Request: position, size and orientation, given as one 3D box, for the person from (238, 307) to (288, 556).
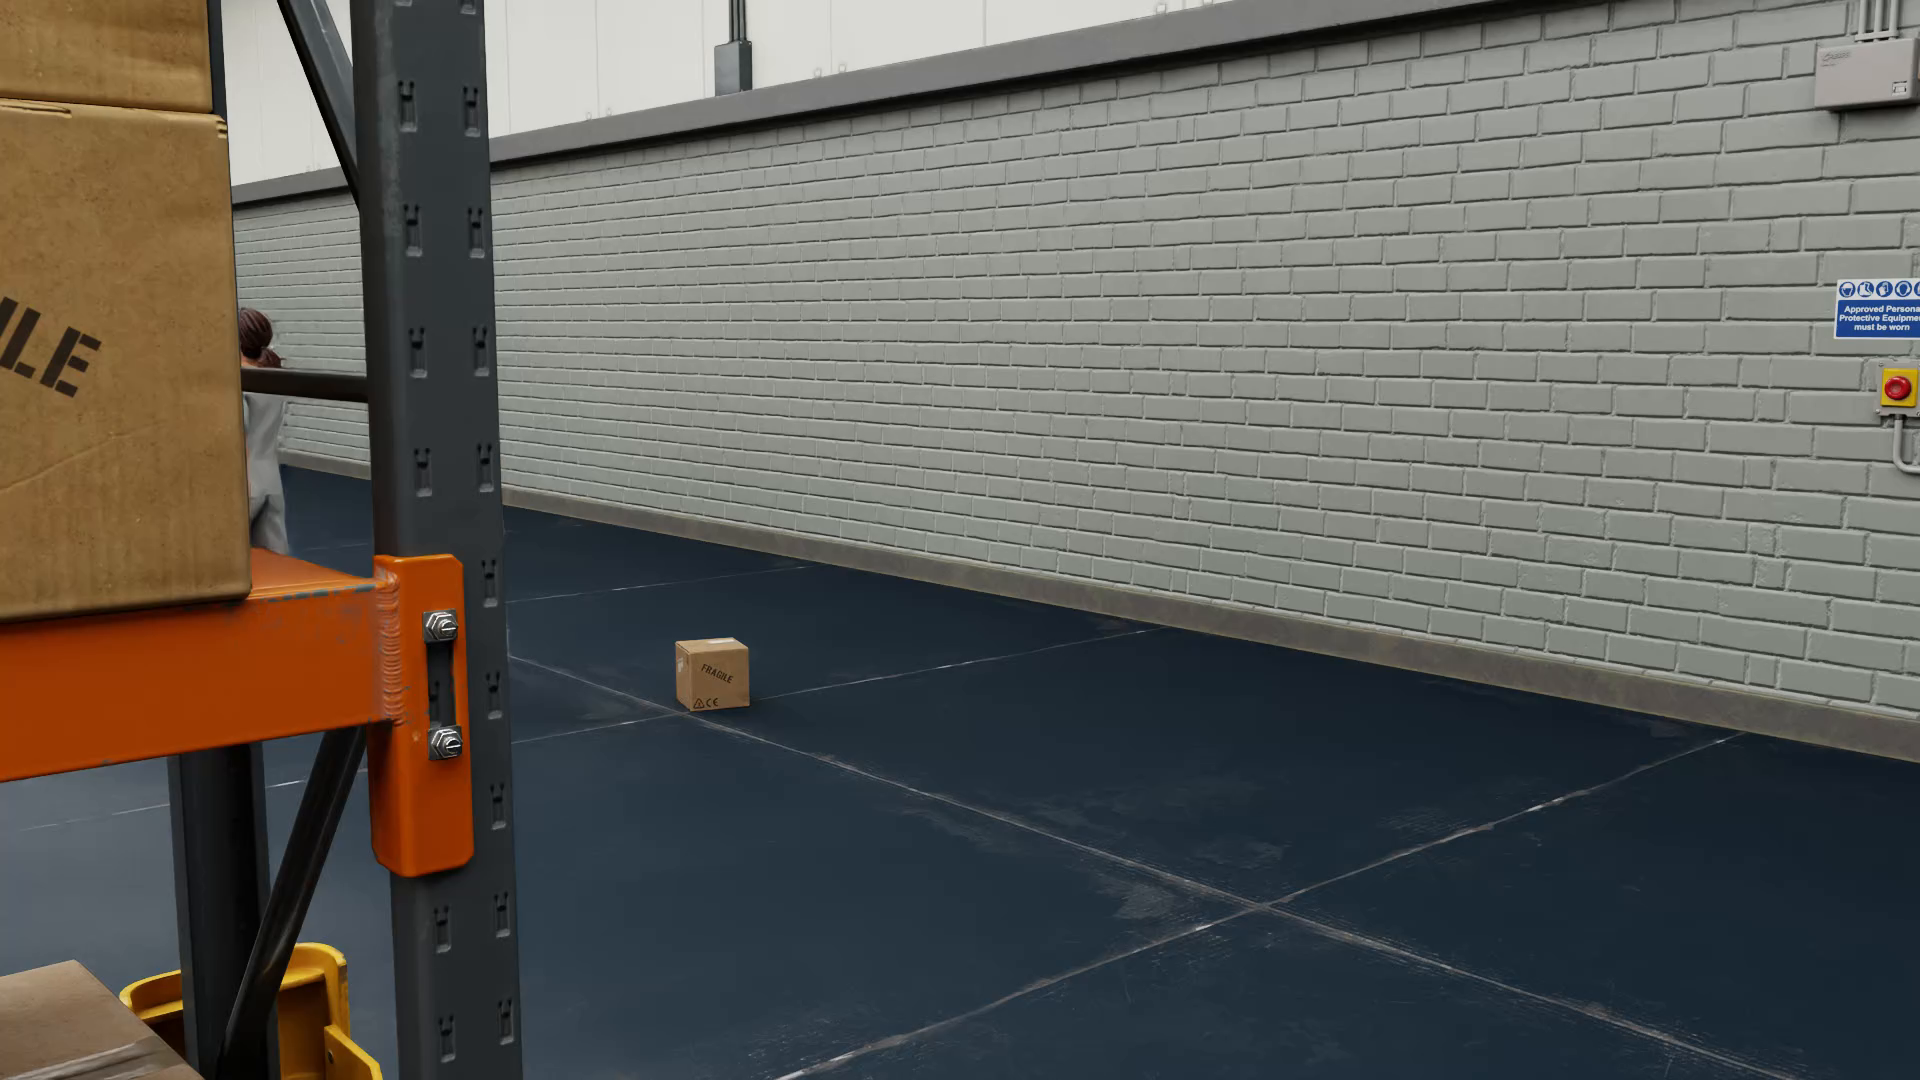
[{"bbox_3d":[-2.999,-0.169,7.064,0.906,1.628,0.446,2,8,13],"label":"person"}]
